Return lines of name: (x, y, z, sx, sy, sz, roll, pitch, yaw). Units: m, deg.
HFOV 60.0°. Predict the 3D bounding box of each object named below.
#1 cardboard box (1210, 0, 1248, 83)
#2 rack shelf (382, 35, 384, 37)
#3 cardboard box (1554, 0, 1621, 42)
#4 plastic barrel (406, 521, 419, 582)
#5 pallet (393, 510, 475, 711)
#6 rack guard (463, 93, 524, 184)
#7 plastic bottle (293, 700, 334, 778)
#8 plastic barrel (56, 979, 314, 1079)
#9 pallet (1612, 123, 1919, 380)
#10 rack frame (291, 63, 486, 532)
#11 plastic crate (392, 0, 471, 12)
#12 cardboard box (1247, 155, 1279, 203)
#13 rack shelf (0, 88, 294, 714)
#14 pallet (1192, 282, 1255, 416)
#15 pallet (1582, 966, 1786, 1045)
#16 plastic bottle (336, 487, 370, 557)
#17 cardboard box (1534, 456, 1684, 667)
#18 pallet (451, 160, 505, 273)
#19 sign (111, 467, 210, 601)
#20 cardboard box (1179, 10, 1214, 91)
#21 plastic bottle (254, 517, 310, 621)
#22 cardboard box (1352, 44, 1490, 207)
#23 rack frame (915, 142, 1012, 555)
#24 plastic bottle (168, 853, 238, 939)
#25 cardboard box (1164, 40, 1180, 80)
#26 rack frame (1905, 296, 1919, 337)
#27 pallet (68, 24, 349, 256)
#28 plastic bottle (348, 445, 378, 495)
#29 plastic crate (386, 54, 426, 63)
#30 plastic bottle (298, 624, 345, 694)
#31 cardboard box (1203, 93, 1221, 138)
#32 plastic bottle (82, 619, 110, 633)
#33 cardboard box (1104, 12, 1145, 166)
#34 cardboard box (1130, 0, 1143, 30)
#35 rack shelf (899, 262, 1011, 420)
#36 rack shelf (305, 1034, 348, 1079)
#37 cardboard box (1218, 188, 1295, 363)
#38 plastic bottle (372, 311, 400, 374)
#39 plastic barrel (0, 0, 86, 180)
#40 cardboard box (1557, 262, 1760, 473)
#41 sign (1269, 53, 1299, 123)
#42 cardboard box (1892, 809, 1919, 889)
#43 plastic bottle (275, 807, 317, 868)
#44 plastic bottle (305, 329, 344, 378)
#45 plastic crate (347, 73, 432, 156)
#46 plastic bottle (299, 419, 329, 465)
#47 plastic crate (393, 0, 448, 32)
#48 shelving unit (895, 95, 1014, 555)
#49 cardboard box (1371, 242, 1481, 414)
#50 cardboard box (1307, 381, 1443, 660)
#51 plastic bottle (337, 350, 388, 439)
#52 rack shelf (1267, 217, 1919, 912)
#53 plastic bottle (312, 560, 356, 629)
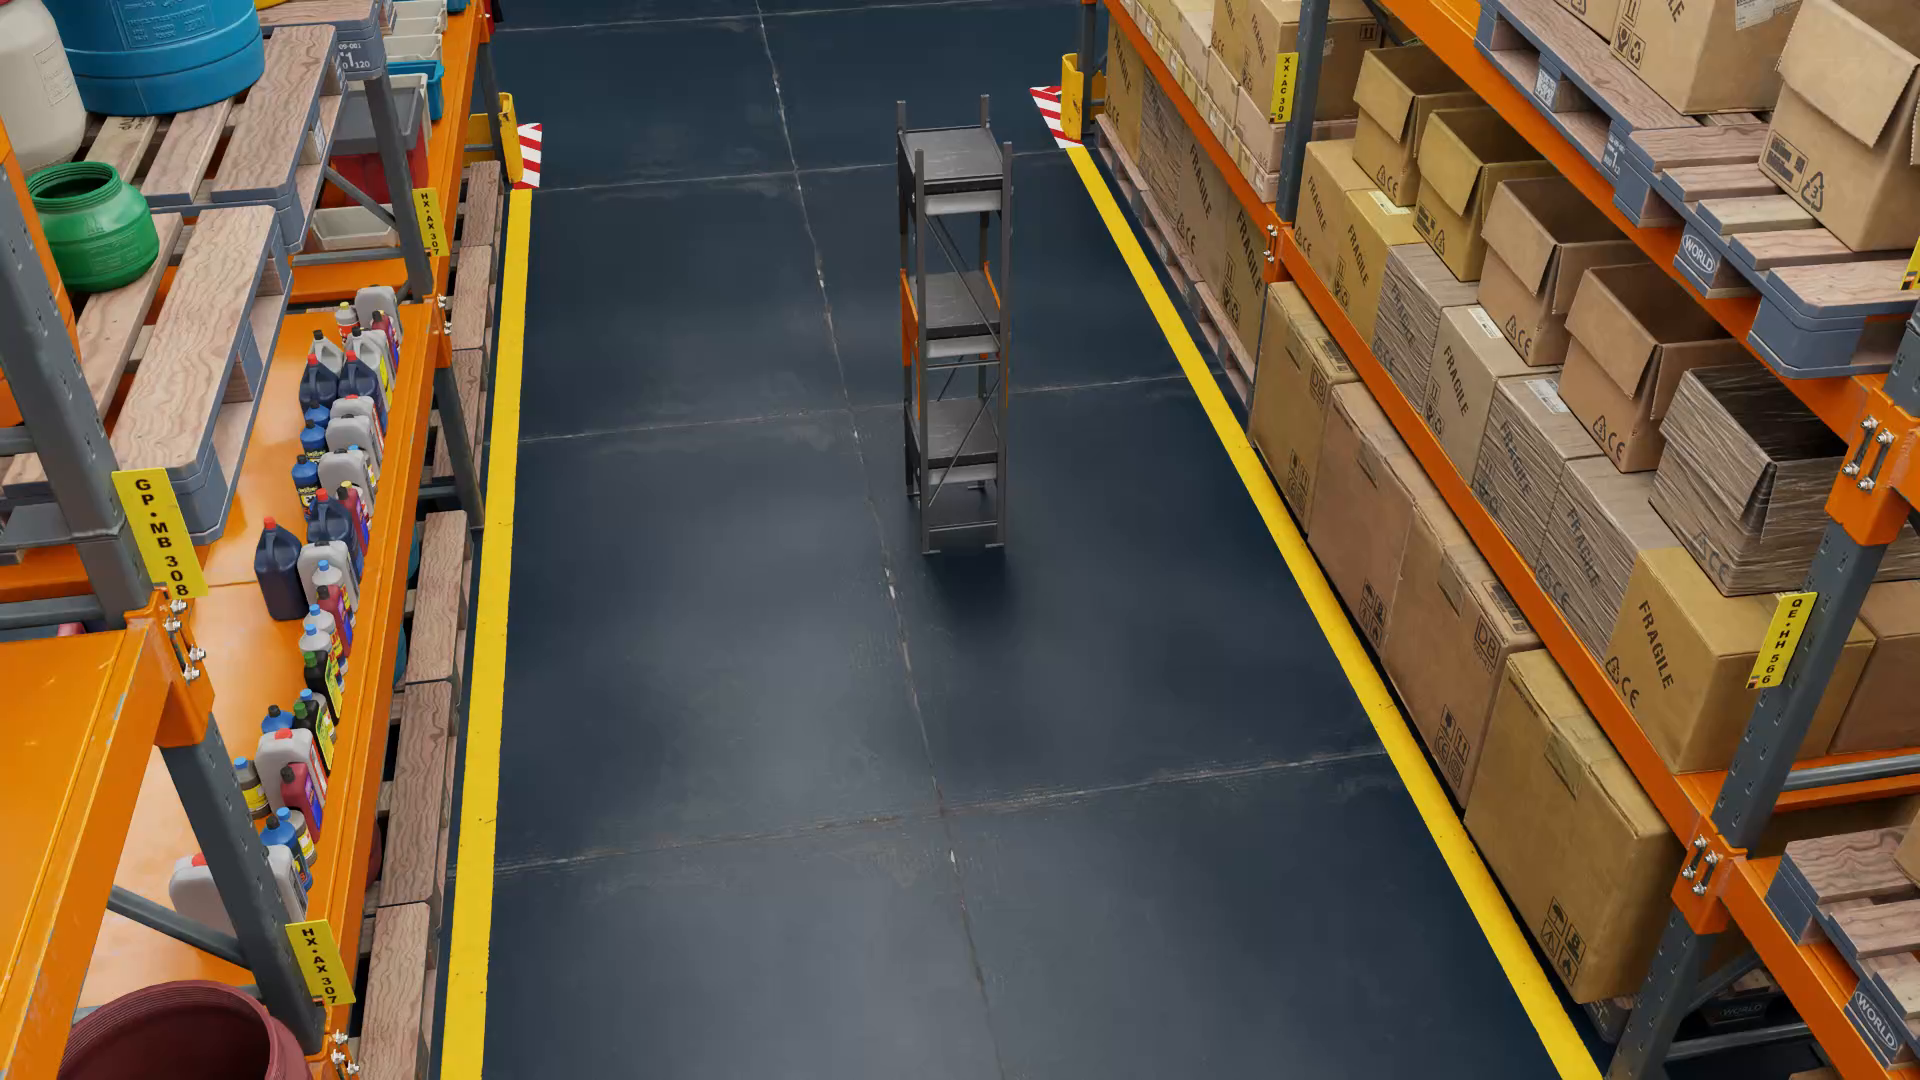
cardboard box: (1.596, -2.657, 8.393, 0.500, 0.500, 0.500, -6, 38, -7)
rack shelf: (-3.203, -3.326, 8.128, 1.077, 0.370, 4.000, -6, 38, -8)
cardboard box: (2.346, -1.957, 5.353, 0.797, 0.503, 0.637, -7, 38, -9)
plastic barrel: (-2.774, -0.224, 7.362, 0.600, 0.901, 0.708, -6, 38, -8)
pallet: (-2.758, 0.354, 7.522, 1.003, 0.211, 1.213, -6, 38, -8)
rack guard: (-3.571, -2.660, 11.166, 1.175, 0.500, 0.348, -6, 38, -8)
plastic bottle: (-1.969, 0.583, 5.050, 0.061, 0.283, 0.133, -6, 38, -8)
plastic barrel: (-1.772, 1.392, 3.802, 0.600, 0.536, 0.708, -6, 38, -8)
pallet: (2.560, -0.827, 4.479, 1.213, 0.211, 1.003, -5, 38, -6)
rack frame: (-2.852, -1.218, 7.272, 1.000, 3.000, 0.127, -6, 38, -8)
plastic crate: (-3.311, -3.489, 10.118, 0.616, 0.435, 0.499, -6, 38, -8)
cardboard box: (1.648, -1.800, 8.227, 0.380, 0.149, 0.250, -6, 38, -8)
rack shelf: (-2.502, -0.910, 5.018, 1.077, 0.370, 4.000, -6, 38, -8)
pallet: (1.967, -1.117, 9.415, 1.003, 0.211, 1.213, -6, 38, -8)
pallet: (2.661, 1.283, 6.327, 1.003, 0.211, 1.213, -6, 38, -8)
plastic bottle: (-2.163, -0.087, 5.912, 0.061, 0.283, 0.133, -6, 38, -8)
cardboard box: (2.313, 0.053, 5.555, 0.500, 0.500, 0.500, -7, 38, -8)
pallet: (-3.447, -2.030, 10.591, 1.003, 0.211, 1.213, -6, 38, -8)
sign: (-1.611, -0.008, 3.356, 0.100, 0.325, 0.005, -6, 38, -8)
cardboard box: (1.505, -2.668, 9.018, 0.500, 0.250, 0.500, -5, 38, -7)
plastic bottle: (-2.302, 0.085, 5.636, 0.144, 0.351, 0.185, -6, 38, -8)
cardboard box: (2.144, -1.801, 7.124, 0.797, 0.503, 0.637, -7, 38, -9)
rack frame: (0.014, -0.782, 7.445, 0.400, 2.100, 0.015, -6, 38, -8)
plastic bottle: (-2.059, 0.968, 4.561, 0.152, 0.276, 0.135, -6, 38, -8)
cardboard box: (1.379, -2.730, 9.424, 0.380, 0.149, 0.250, -6, 38, -7)
rack frame: (2.725, -1.703, 3.008, 1.000, 3.000, 0.127, -6, 38, -8)
pallet: (-2.417, -1.180, 4.933, 1.003, 0.211, 1.213, -6, 38, -8)
plastic bottle: (-2.242, -0.262, 6.204, 0.097, 0.201, 0.097, 0, 38, 0)
plastic crate: (-3.053, -2.561, 9.168, 0.298, 0.136, 0.250, -6, 38, -8)
plastic bottle: (-2.047, 0.381, 5.320, 0.097, 0.271, 0.097, 0, 38, 0)
cardboard box: (1.513, -2.266, 8.826, 0.380, 0.149, 0.250, -6, 38, -7)
plastic bottle: (-2.829, 0.228, 5.451, 0.144, 0.351, 0.185, -6, 38, -8)
cardboard box: (1.513, -3.115, 11.104, 0.875, 0.875, 0.875, -6, 38, -8)
cardboard box: (1.242, -3.197, 10.025, 0.380, 0.149, 0.250, -7, 38, -9)
rack shelf: (-0.029, -0.918, 7.643, 0.431, 0.518, 0.480, -6, 38, -8)
rack shelf: (-1.801, 2.690, 2.828, 1.077, 0.370, 4.000, -6, 38, -8)
cardboard box: (1.987, -1.484, 9.005, 0.875, 0.875, 0.875, -6, 38, -8)
plastic bottle: (-2.380, -0.833, 6.873, 0.061, 0.283, 0.133, -6, 38, -8)
plastic barrel: (-2.610, -1.260, 4.429, 0.433, 0.535, 0.433, 0, 38, 0)
cardboard box: (2.501, -0.607, 5.587, 0.797, 0.503, 0.637, -5, 38, -7)
sign: (1.478, -2.063, 7.590, 0.100, 0.325, 0.005, -6, 38, -8)
cardboard box: (2.859, 0.782, 4.274, 0.500, 0.500, 0.500, -11, 39, -14)
plastic bottle: (-1.919, 0.849, 4.774, 0.097, 0.201, 0.097, 0, 38, 0)
plastic bottle: (-2.511, -0.663, 6.598, 0.144, 0.351, 0.185, -6, 38, -8)
plastic crate: (-2.939, -2.137, 8.503, 0.437, 0.282, 0.530, -6, 38, -8)
plastic bottle: (-2.409, -0.332, 6.238, 0.097, 0.271, 0.097, 0, 38, 0)
plastic crate: (-3.233, -3.080, 9.836, 0.396, 0.136, 0.243, -6, 38, -8)
shelving unit: (-0.029, -0.929, 7.634, 0.431, 2.100, 0.503, -6, 38, -8)
cardboard box: (2.035, -0.879, 6.755, 0.500, 0.500, 0.500, -7, 38, -9)
cardboard box: (2.313, -0.153, 7.292, 1.225, 0.875, 0.875, -7, 38, -10)
plastic bottle: (-2.337, -0.567, 6.474, 0.144, 0.351, 0.185, -6, 38, -8)
rack shelf: (2.374, -0.258, 6.624, 1.077, 0.370, 4.000, -6, 38, -8)
plastic bottle: (-2.105, 0.183, 5.575, 0.097, 0.271, 0.097, 0, 38, 0)
